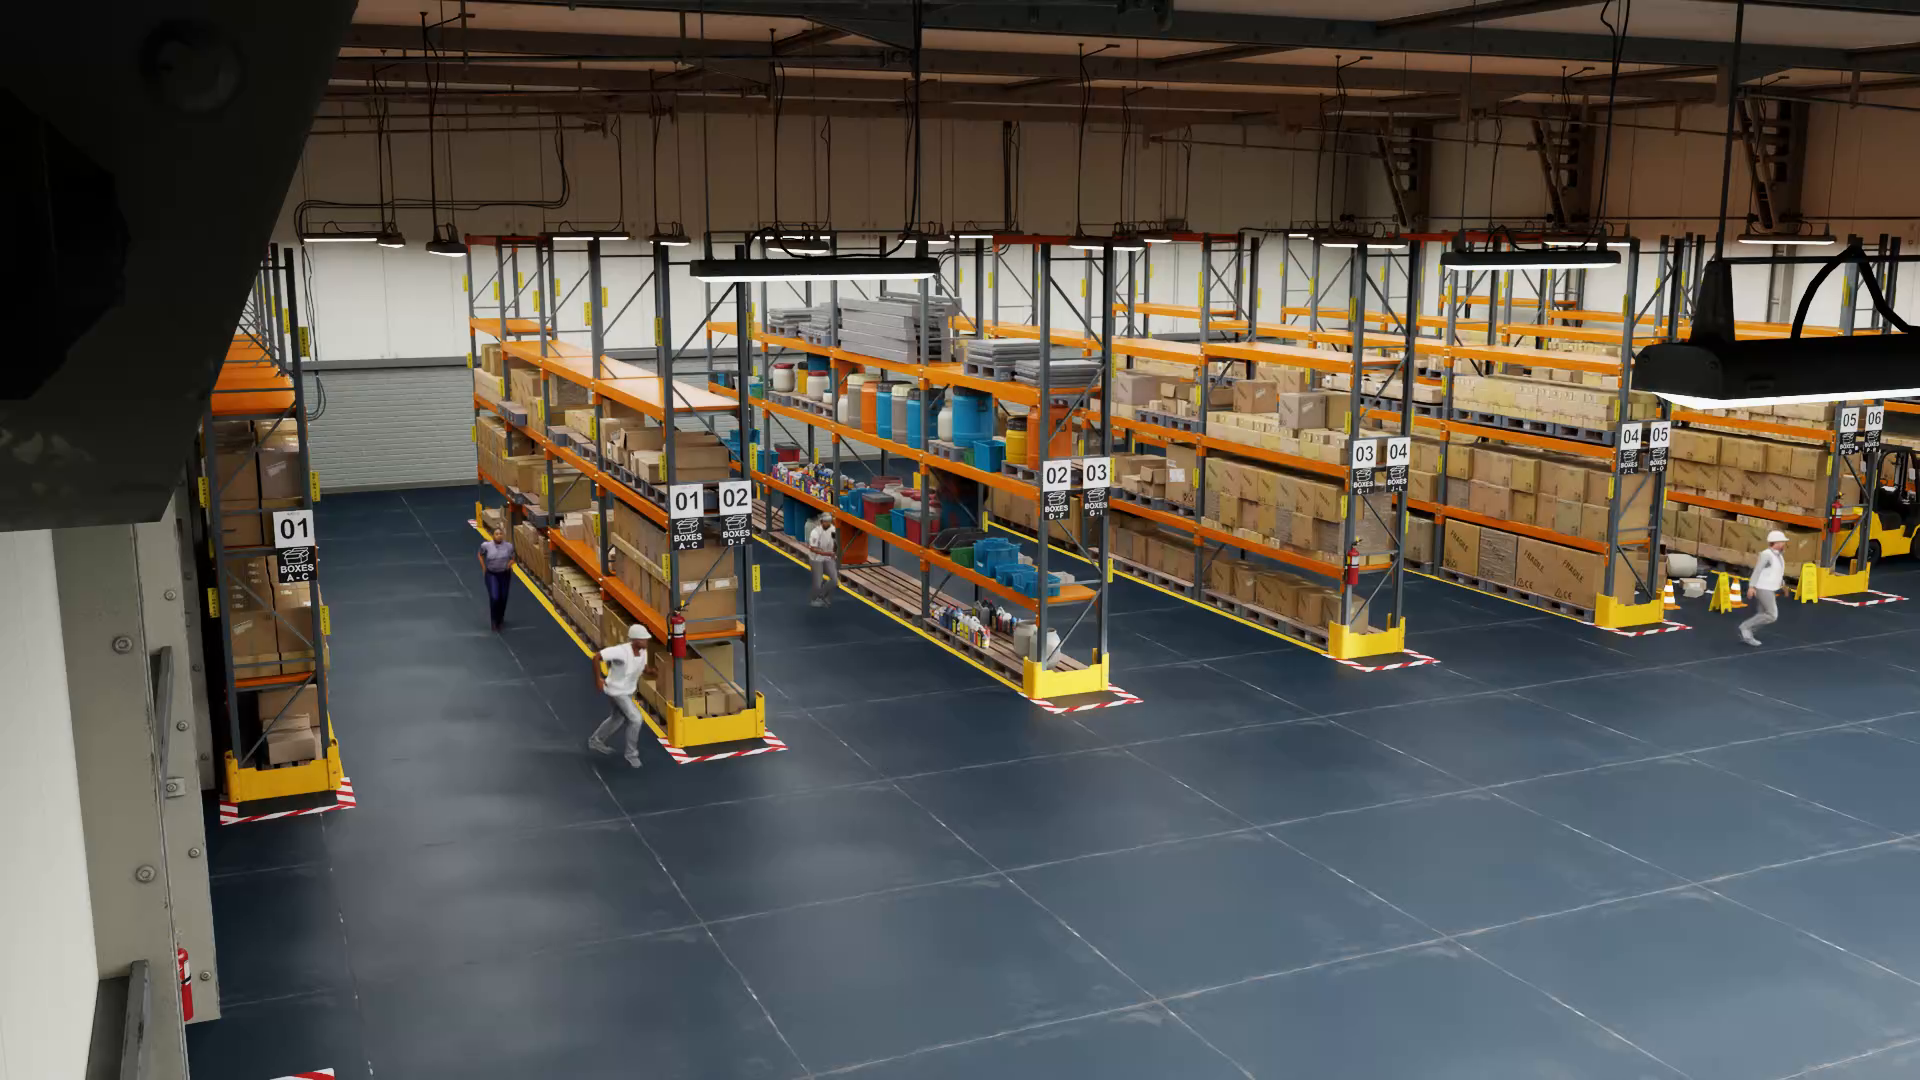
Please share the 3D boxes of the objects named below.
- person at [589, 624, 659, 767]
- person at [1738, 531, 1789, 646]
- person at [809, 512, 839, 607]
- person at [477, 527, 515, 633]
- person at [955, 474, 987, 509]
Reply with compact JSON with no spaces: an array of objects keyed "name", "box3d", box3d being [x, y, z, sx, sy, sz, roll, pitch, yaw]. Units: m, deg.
[{"name":"person","box3d":[-3.981,1.834,19.445,0.949,1.770,0.748,5,12,23]},{"name":"person","box3d":[12.041,0.719,24.864,0.563,1.752,0.647,9,14,39]},{"name":"person","box3d":[-2.110,0.318,25.900,0.577,1.587,0.765,-8,14,-37]},{"name":"person","box3d":[-7.176,0.599,25.848,0.525,1.665,0.796,-6,12,-28]},{"name":"person","box3d":[0.217,-0.965,33.628,0.697,1.735,0.667,-7,13,-33]}]
